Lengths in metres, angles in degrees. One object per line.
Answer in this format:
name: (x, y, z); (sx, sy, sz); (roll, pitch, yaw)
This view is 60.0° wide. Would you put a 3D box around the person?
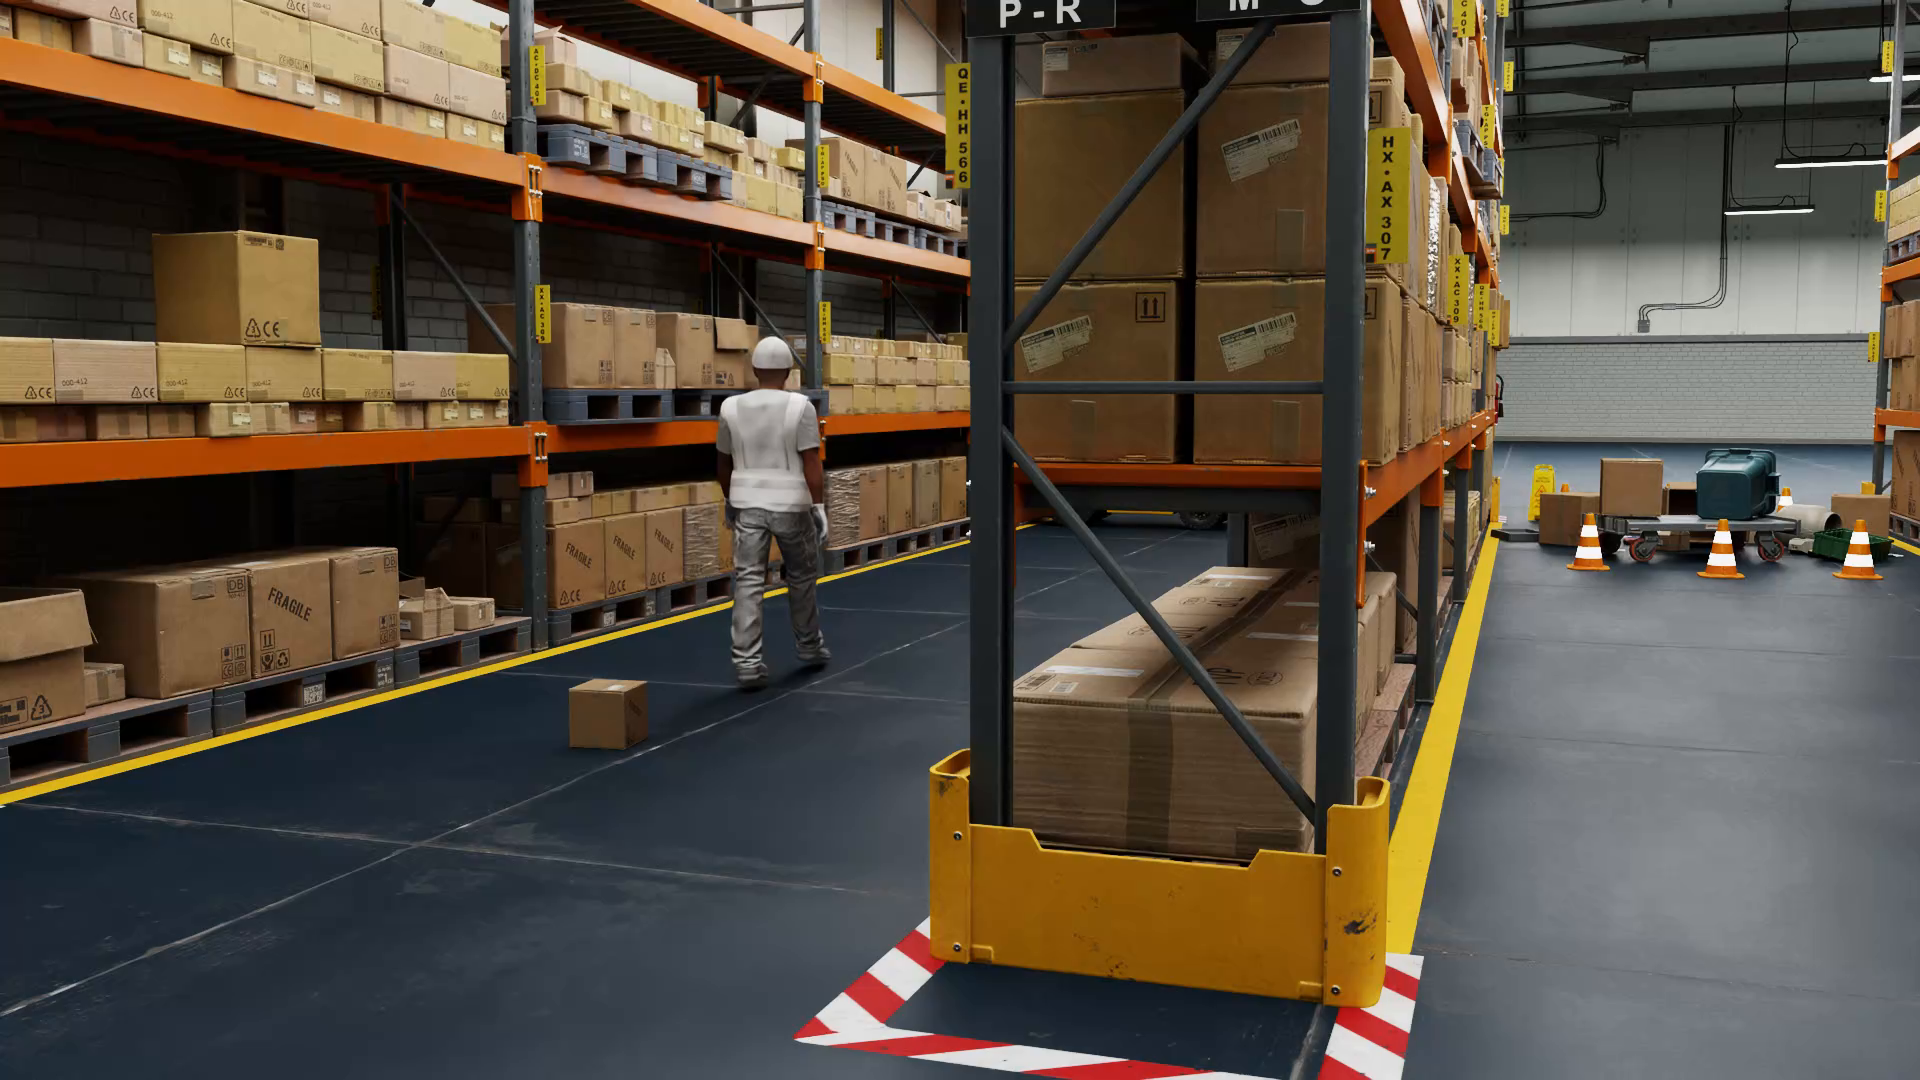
person: (-0.955, -0.184, 8.655); (0.604, 1.735, 0.970); (0, 5, 2)
